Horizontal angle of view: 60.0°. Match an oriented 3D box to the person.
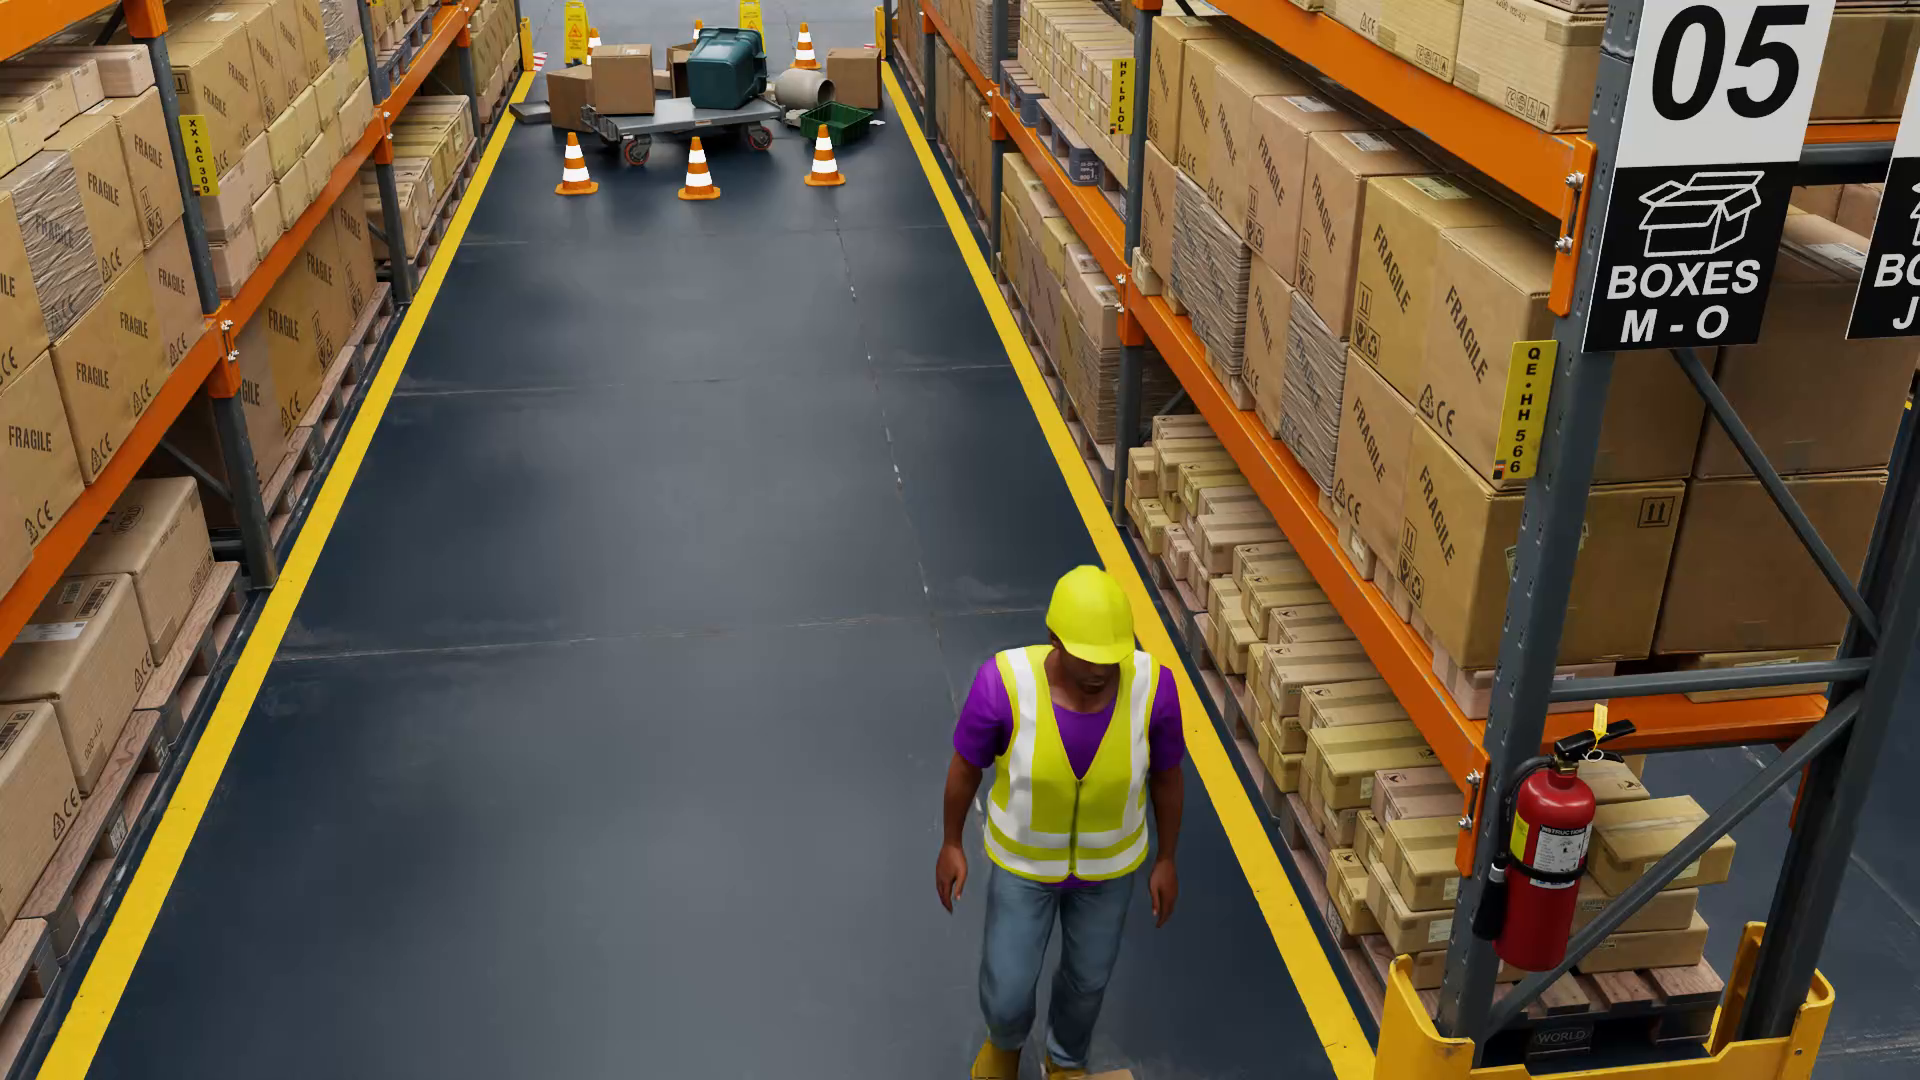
[{"bbox_3d":[0.261,0.836,4.386,0.652,1.753,0.449,-2,27,-3],"label":"person"}]
